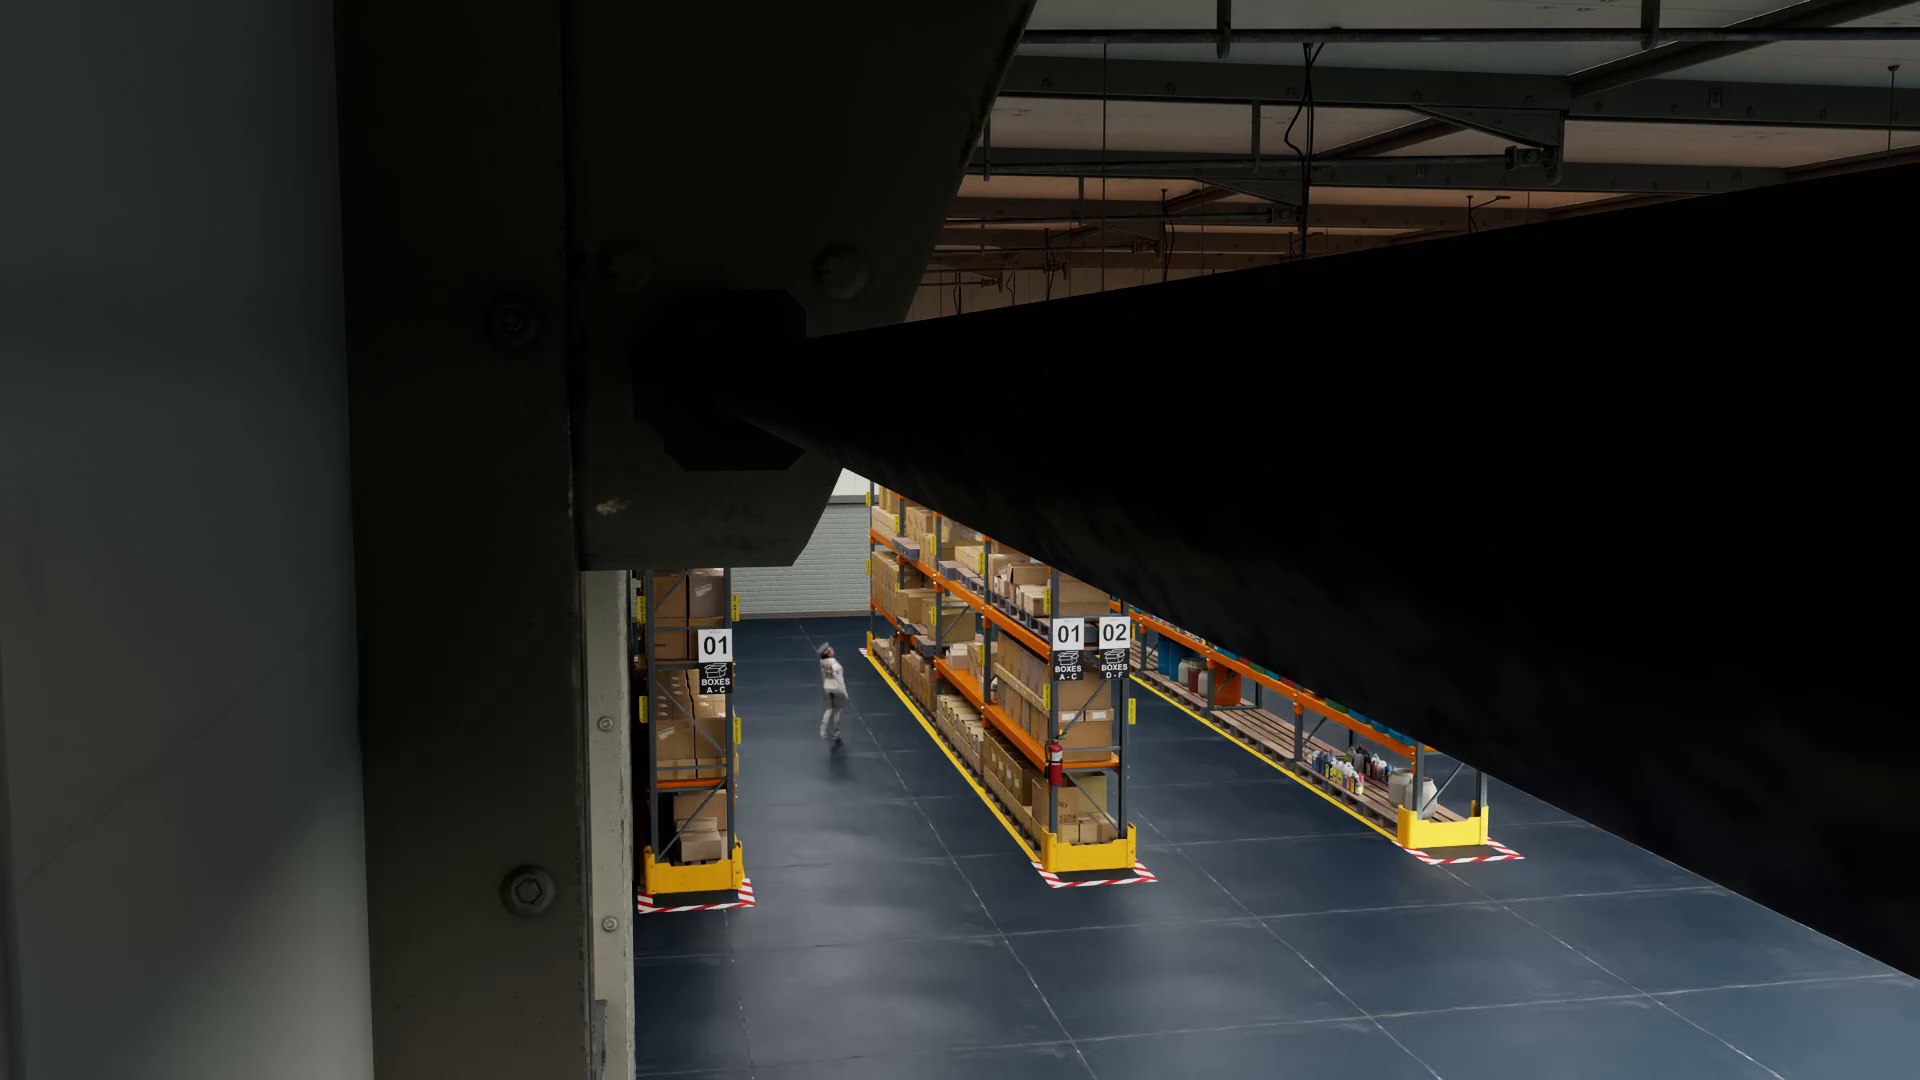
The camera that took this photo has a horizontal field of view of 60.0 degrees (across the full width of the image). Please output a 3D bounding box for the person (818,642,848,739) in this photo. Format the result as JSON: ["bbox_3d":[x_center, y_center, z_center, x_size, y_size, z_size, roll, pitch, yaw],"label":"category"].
[{"bbox_3d":[-2.150,2.551,28.118,0.507,1.675,0.464,3,7,26],"label":"person"}]
